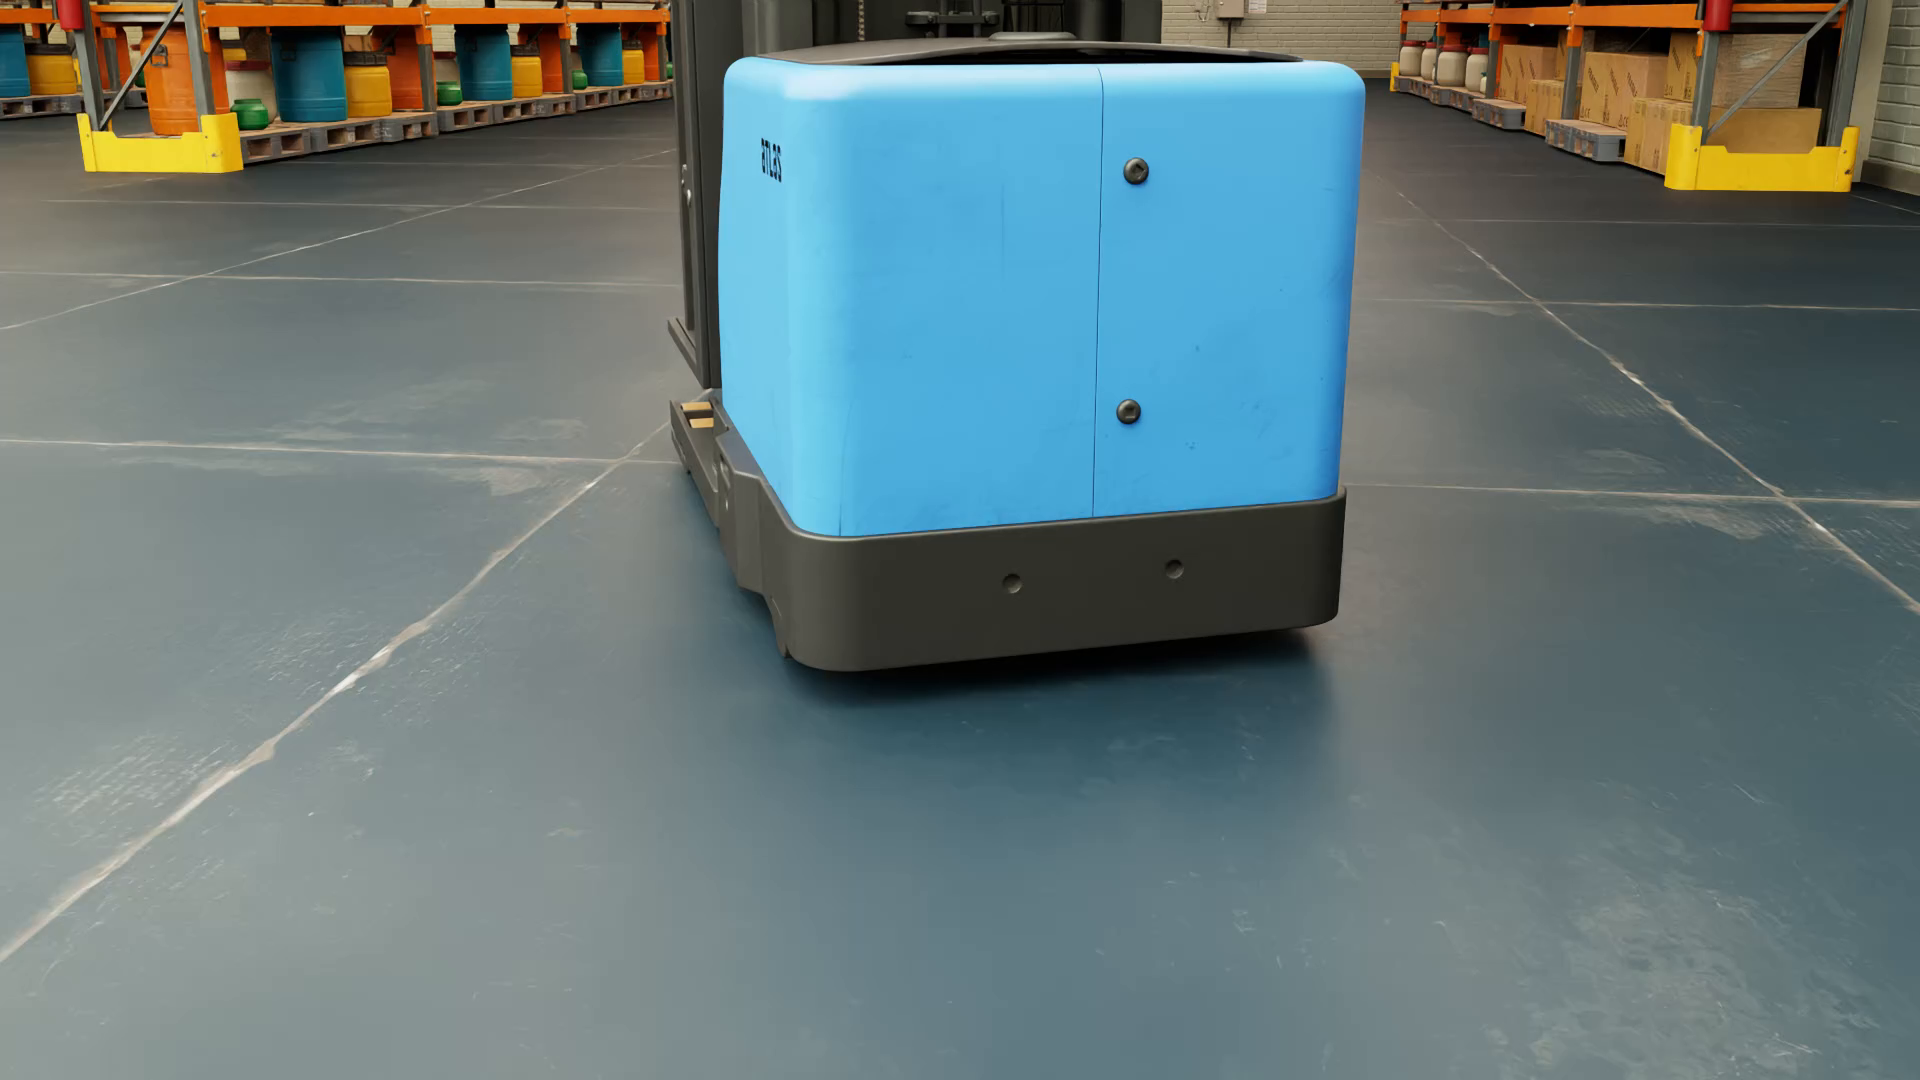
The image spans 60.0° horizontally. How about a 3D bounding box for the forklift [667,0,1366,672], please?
[{"bbox_3d":[-0.159,-1.575,3.946,1.130,2.935,3.031,-5,18,-14],"label":"forklift"}]
